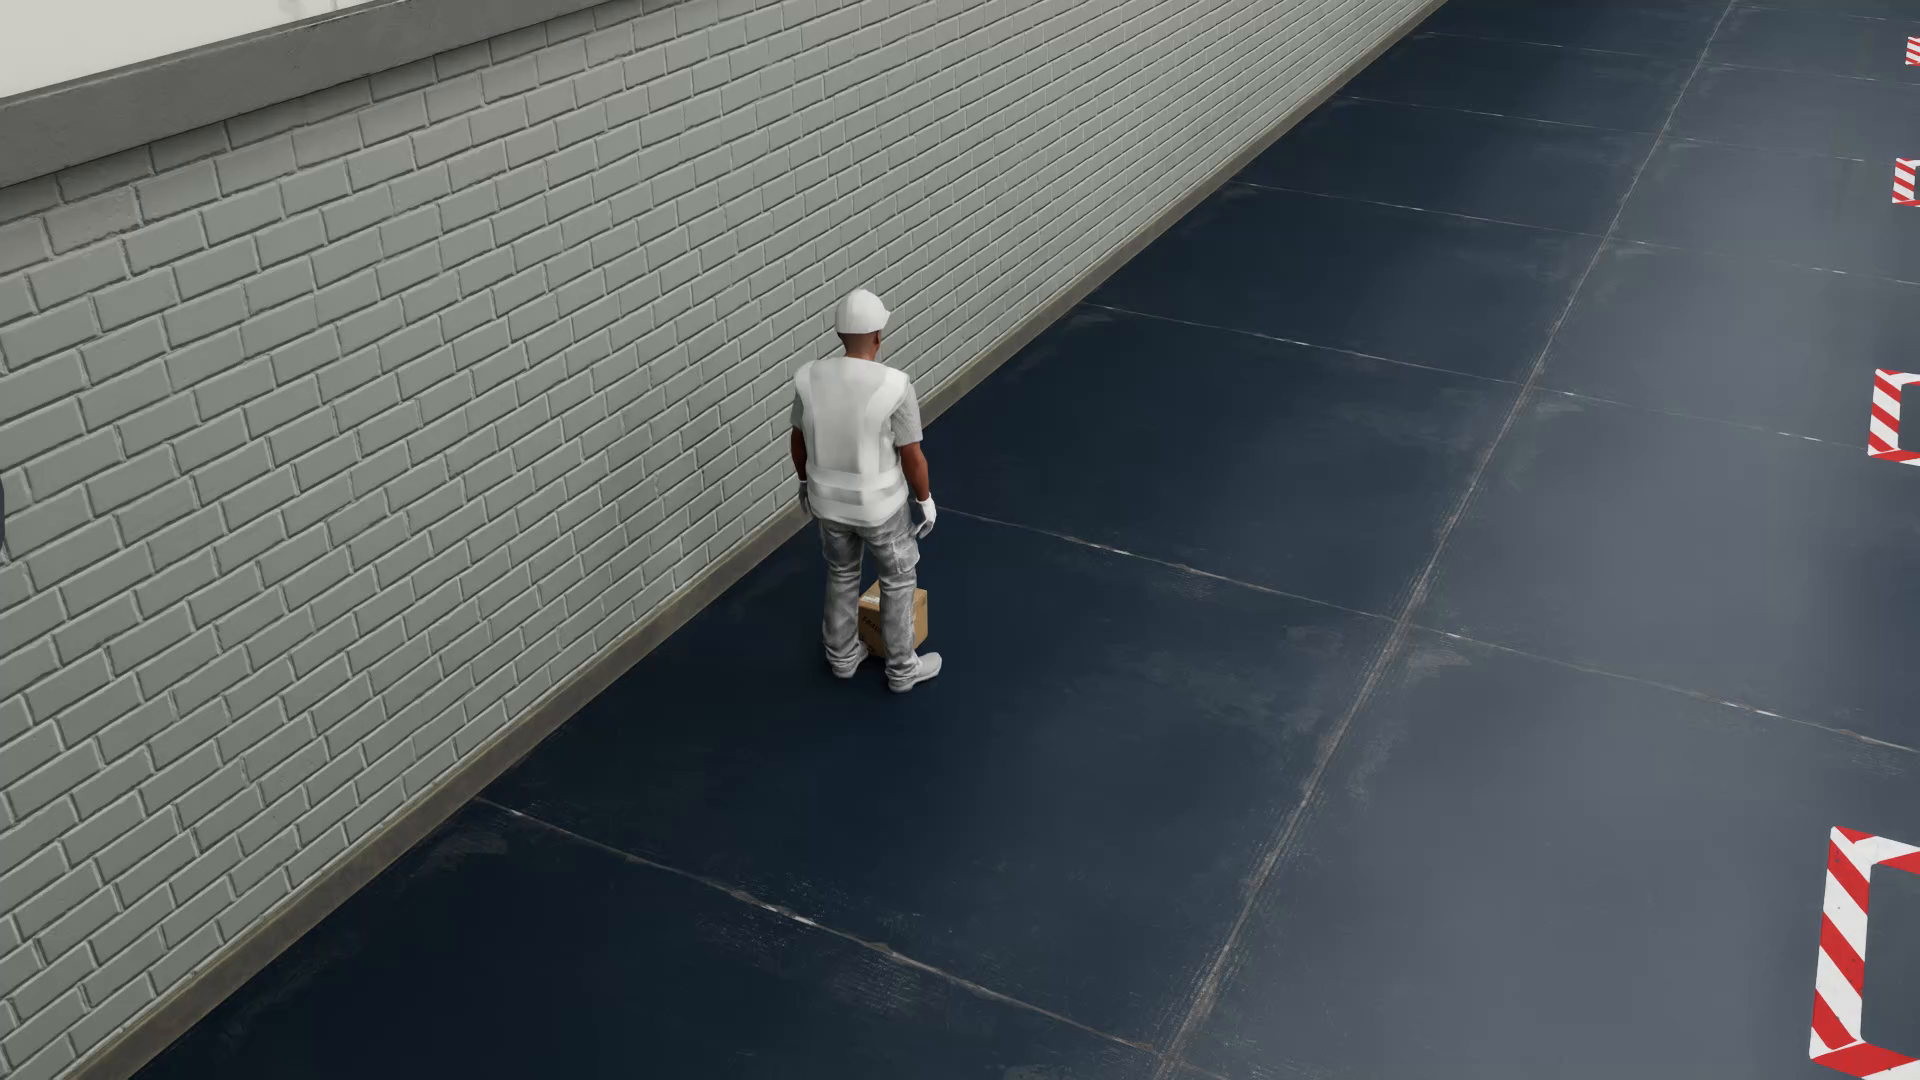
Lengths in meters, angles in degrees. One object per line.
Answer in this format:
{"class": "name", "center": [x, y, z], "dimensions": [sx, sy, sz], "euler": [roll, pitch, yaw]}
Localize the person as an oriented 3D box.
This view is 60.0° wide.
{"class": "person", "center": [-0.404, -0.187, 7.015], "dimensions": [0.628, 1.774, 0.449], "euler": [12, 32, 20]}
